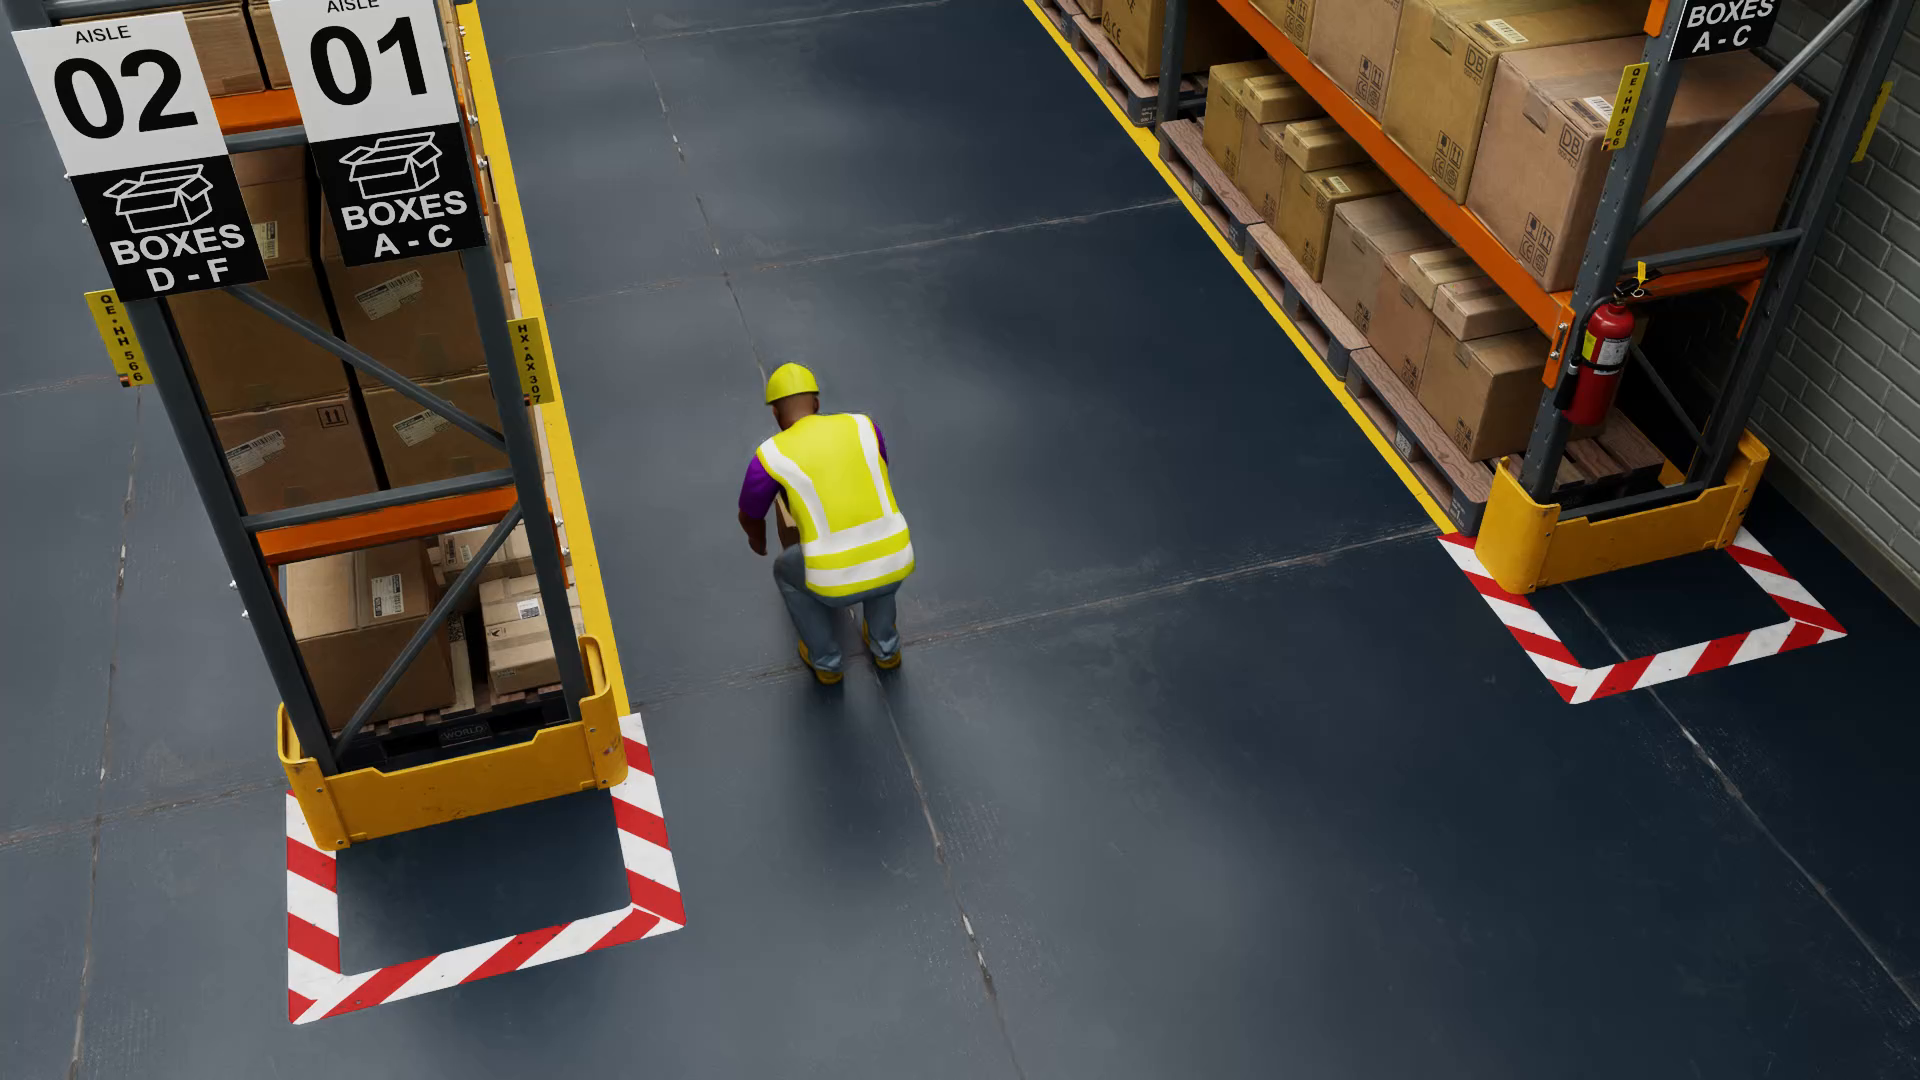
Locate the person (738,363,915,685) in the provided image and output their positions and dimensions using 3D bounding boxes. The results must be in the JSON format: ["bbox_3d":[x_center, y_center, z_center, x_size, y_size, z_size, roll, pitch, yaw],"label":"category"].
[{"bbox_3d":[-0.527,-0.021,6.566,0.623,1.233,0.832,-15,44,-16],"label":"person"}]
